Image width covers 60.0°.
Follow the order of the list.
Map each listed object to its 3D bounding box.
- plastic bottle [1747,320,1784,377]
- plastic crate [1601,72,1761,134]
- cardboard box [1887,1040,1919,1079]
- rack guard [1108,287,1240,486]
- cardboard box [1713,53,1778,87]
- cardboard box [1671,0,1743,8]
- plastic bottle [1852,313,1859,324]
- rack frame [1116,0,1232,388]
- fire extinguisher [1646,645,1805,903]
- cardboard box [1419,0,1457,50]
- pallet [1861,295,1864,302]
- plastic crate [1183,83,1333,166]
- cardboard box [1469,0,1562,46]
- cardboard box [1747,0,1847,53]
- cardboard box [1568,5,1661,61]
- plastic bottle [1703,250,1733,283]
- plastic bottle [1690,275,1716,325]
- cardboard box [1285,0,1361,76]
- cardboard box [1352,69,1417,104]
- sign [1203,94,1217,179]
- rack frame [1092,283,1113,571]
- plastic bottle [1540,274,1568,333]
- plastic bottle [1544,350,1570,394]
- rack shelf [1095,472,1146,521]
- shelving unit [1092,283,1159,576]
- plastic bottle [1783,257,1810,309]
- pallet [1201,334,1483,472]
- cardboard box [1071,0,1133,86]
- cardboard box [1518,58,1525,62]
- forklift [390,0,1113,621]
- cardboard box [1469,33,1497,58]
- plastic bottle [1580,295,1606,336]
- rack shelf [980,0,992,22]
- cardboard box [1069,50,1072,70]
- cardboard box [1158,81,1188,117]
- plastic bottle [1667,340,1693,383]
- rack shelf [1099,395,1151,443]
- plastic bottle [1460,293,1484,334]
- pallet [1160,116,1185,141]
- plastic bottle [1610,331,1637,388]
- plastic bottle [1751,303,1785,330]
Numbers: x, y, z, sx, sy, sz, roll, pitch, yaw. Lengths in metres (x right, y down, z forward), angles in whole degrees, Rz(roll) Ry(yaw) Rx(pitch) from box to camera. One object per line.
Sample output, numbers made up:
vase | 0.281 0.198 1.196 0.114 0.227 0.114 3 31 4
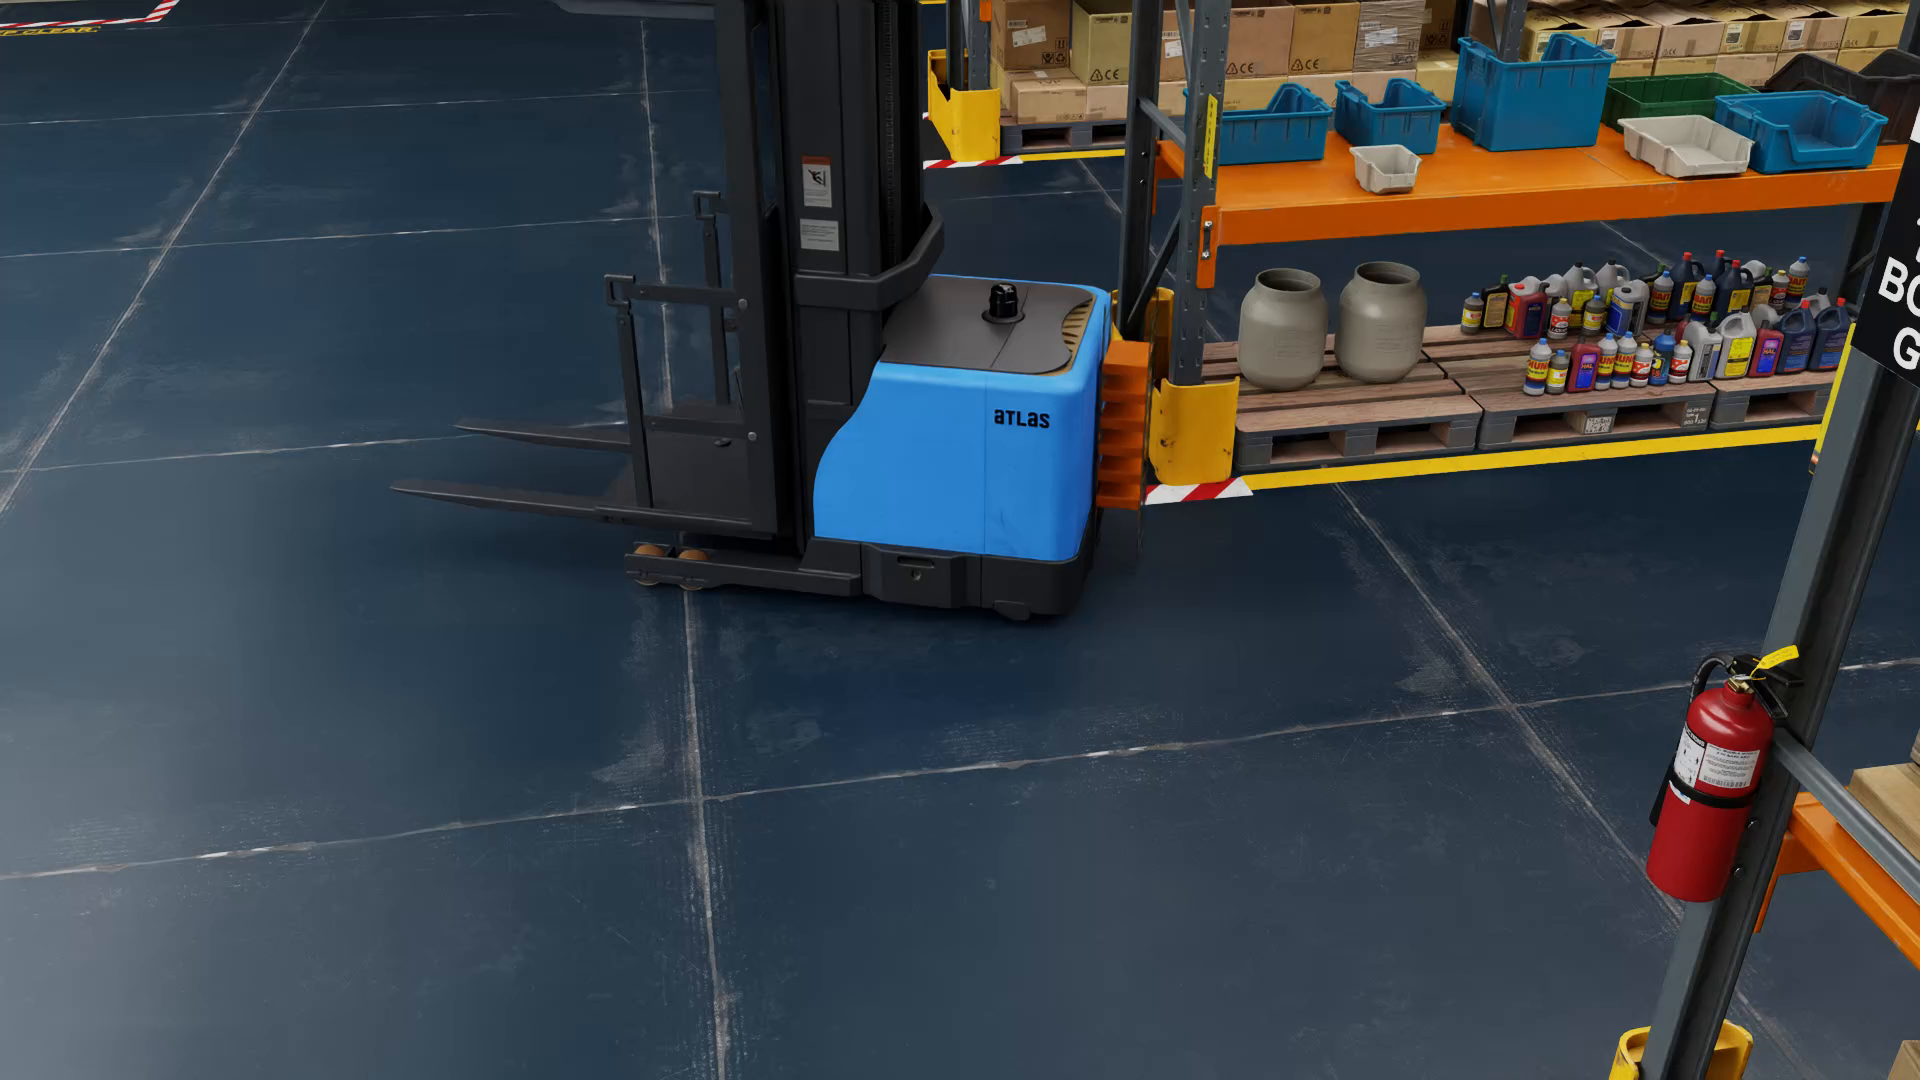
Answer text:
plastic bottle | 3.945 -0.942 8.138 0.133 0.283 0.061 -3 31 -6
plastic crate | 3.482 -2.104 8.078 0.662 0.188 0.450 -5 31 -9
cardboard box | 2.443 1.504 3.785 0.500 0.500 0.500 0 30 0
rack guard | 1.000 -0.766 8.060 0.348 0.500 1.175 -5 31 -9
cardboard box | 5.934 -3.698 12.879 0.500 0.250 0.500 -5 31 -8
cardboard box | 5.823 -4.205 13.187 0.500 0.311 0.500 -6 31 -10
plastic bottle | 4.454 -0.989 8.219 0.133 0.283 0.061 -4 31 -6
rack frame | 0.933 -1.814 7.375 0.127 3.000 1.000 -5 31 -9
fire extinguisher | 1.630 0.470 3.568 0.183 0.674 0.296 -5 31 -9
cardboard box | 3.467 -4.081 12.790 0.500 0.500 0.500 -5 31 -9
pallet | 5.634 -1.068 8.858 1.213 0.211 1.003 -5 31 -9
plastic crate | 1.372 -1.944 7.744 0.616 0.251 0.499 -5 31 -9
cardboard box | 4.326 -4.066 12.951 0.500 0.311 0.500 -5 31 -9
cardboard box | 6.436 -3.985 12.814 0.500 0.311 0.500 -5 31 -9
cardboard box | 4.924 -3.843 12.571 0.500 0.311 0.500 -6 31 -10
plastic bottle | 3.999 -1.360 8.782 0.185 0.351 0.144 -4 31 -8
plastic bottle | 3.878 -1.252 8.678 0.097 0.271 0.097 0 30 0
cardboard box | 2.578 -3.729 12.191 0.500 0.500 0.500 -5 31 -9
cardboard box | 3.069 -3.452 12.460 0.500 0.250 0.500 -5 31 -9
sign | 1.028 -1.658 6.838 0.005 0.325 0.100 -5 31 -9
rack frame | 0.583 -0.444 6.822 0.006 1.200 0.240 6 31 10
plastic bottle | 3.050 -1.237 8.648 0.135 0.276 0.152 -6 31 -10
plastic bottle | 2.875 -0.817 8.006 0.097 0.201 0.097 0 30 0
rack shelf | 0.673 -0.190 6.950 0.180 0.103 0.258 6 31 10
shelving unit | 0.673 -0.435 6.806 0.189 1.200 0.258 6 31 10
plastic bottle | 4.476 -1.382 8.898 0.097 0.271 0.097 0 30 0
pallet | 1.800 -0.713 8.255 1.213 0.211 1.003 -5 31 -9
cardboard box | 1.104 -3.587 11.950 0.500 0.500 0.500 -5 31 -9
cardboard box | 4.421 -3.558 12.640 0.500 0.250 0.500 -6 31 -10
forklift | -0.922 -1.309 6.584 3.031 2.935 1.130 6 31 10
cardboard box | 4.335 -3.827 13.097 0.500 0.250 0.500 -6 31 -9
plastic bottle | 3.277 -1.166 8.600 0.097 0.201 0.097 0 30 0
rack shelf | 2.012 -4.156 12.068 4.000 0.370 1.077 -5 31 -9
cardboard box | 1.009 -3.527 12.588 0.500 0.250 0.500 -5 31 -9
cardboard box | 1.596 -3.310 12.219 0.500 0.250 0.500 -5 31 -9
plastic bottle | 3.508 -0.875 8.106 0.097 0.201 0.097 0 30 0
rack shelf | 0.673 -0.500 6.767 0.180 0.103 0.258 6 31 10
plastic bottle | 2.661 -1.183 8.630 0.097 0.201 0.097 0 30 0
pallet | 1.987 -3.282 12.623 1.213 0.211 1.003 -5 31 -9
plastic bottle | 3.209 -0.878 8.041 0.097 0.271 0.097 0 30 0
plastic bottle | 4.046 -1.046 8.322 0.135 0.276 0.152 -5 31 -9
